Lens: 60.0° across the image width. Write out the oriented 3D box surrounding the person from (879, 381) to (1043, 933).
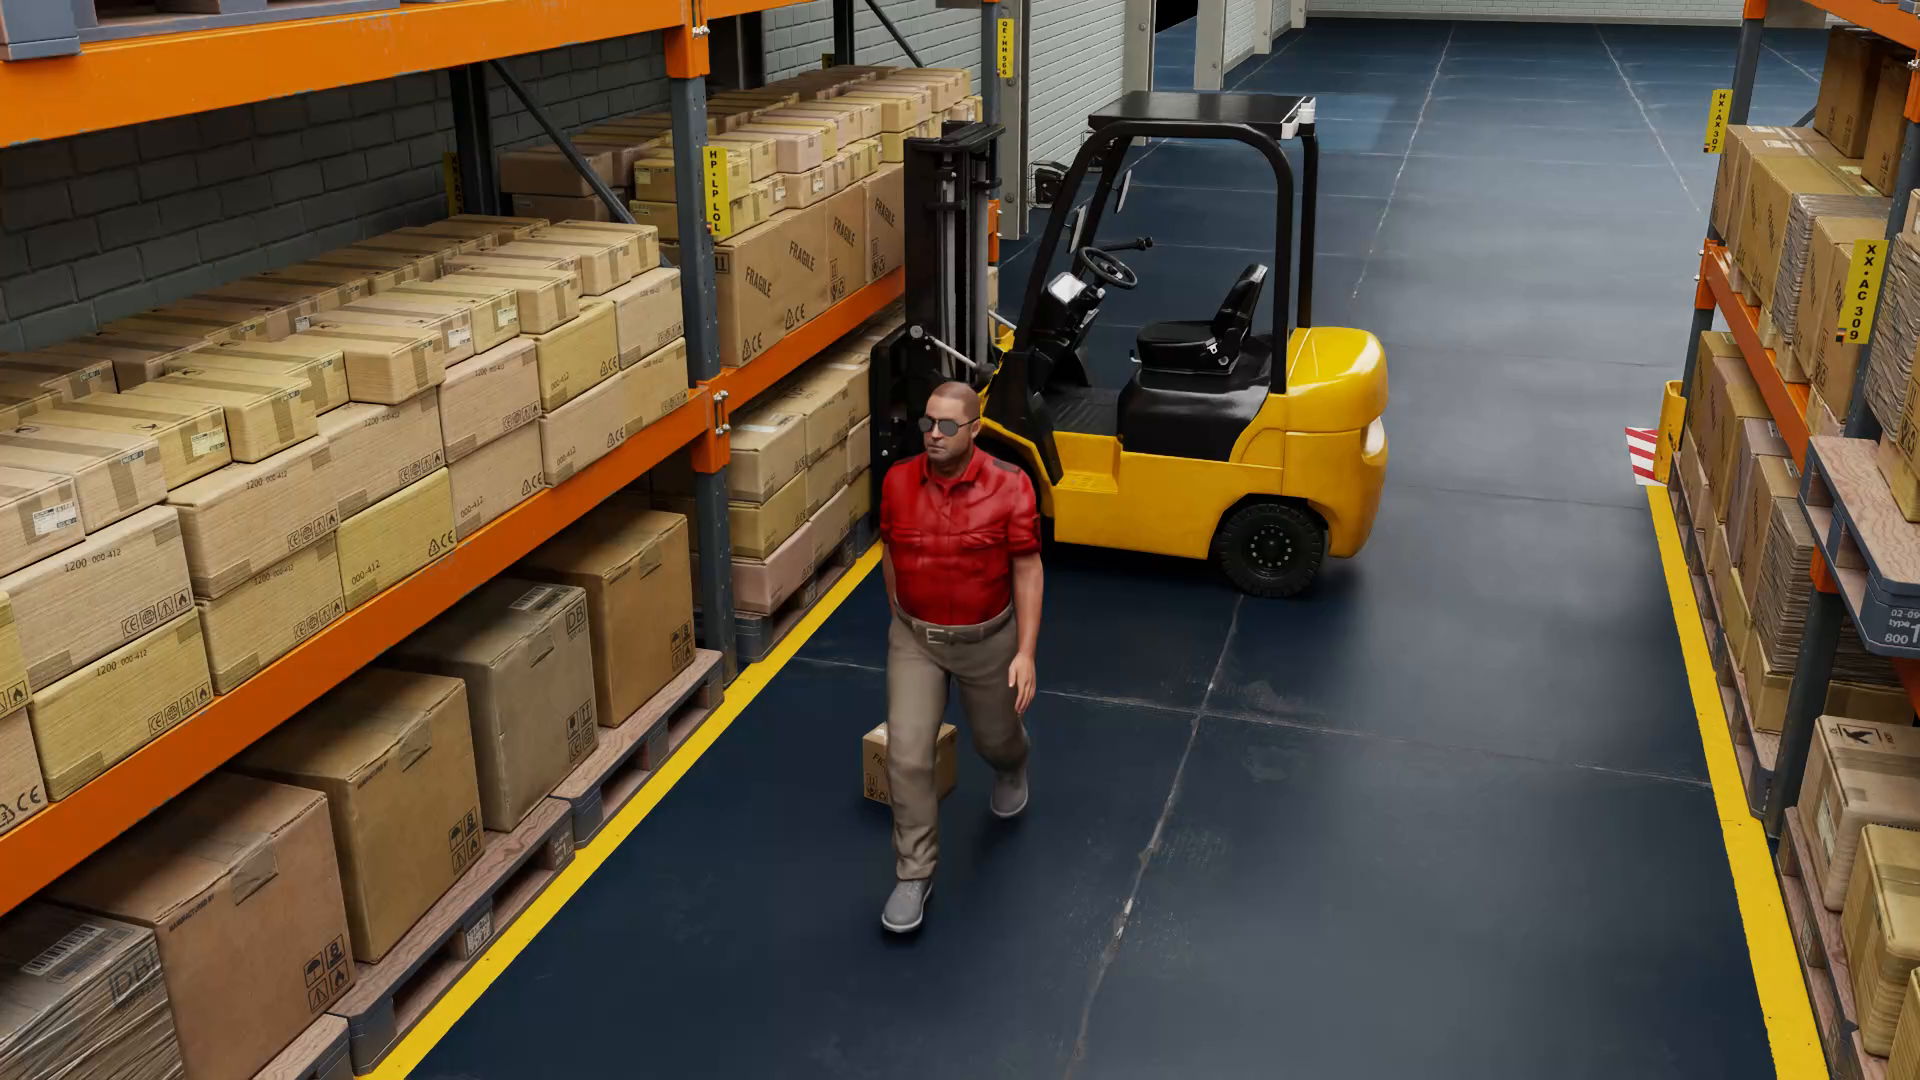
[{"bbox_3d":[0.004,0.301,5.331,0.552,1.678,0.986,4,22,11],"label":"person"}]
